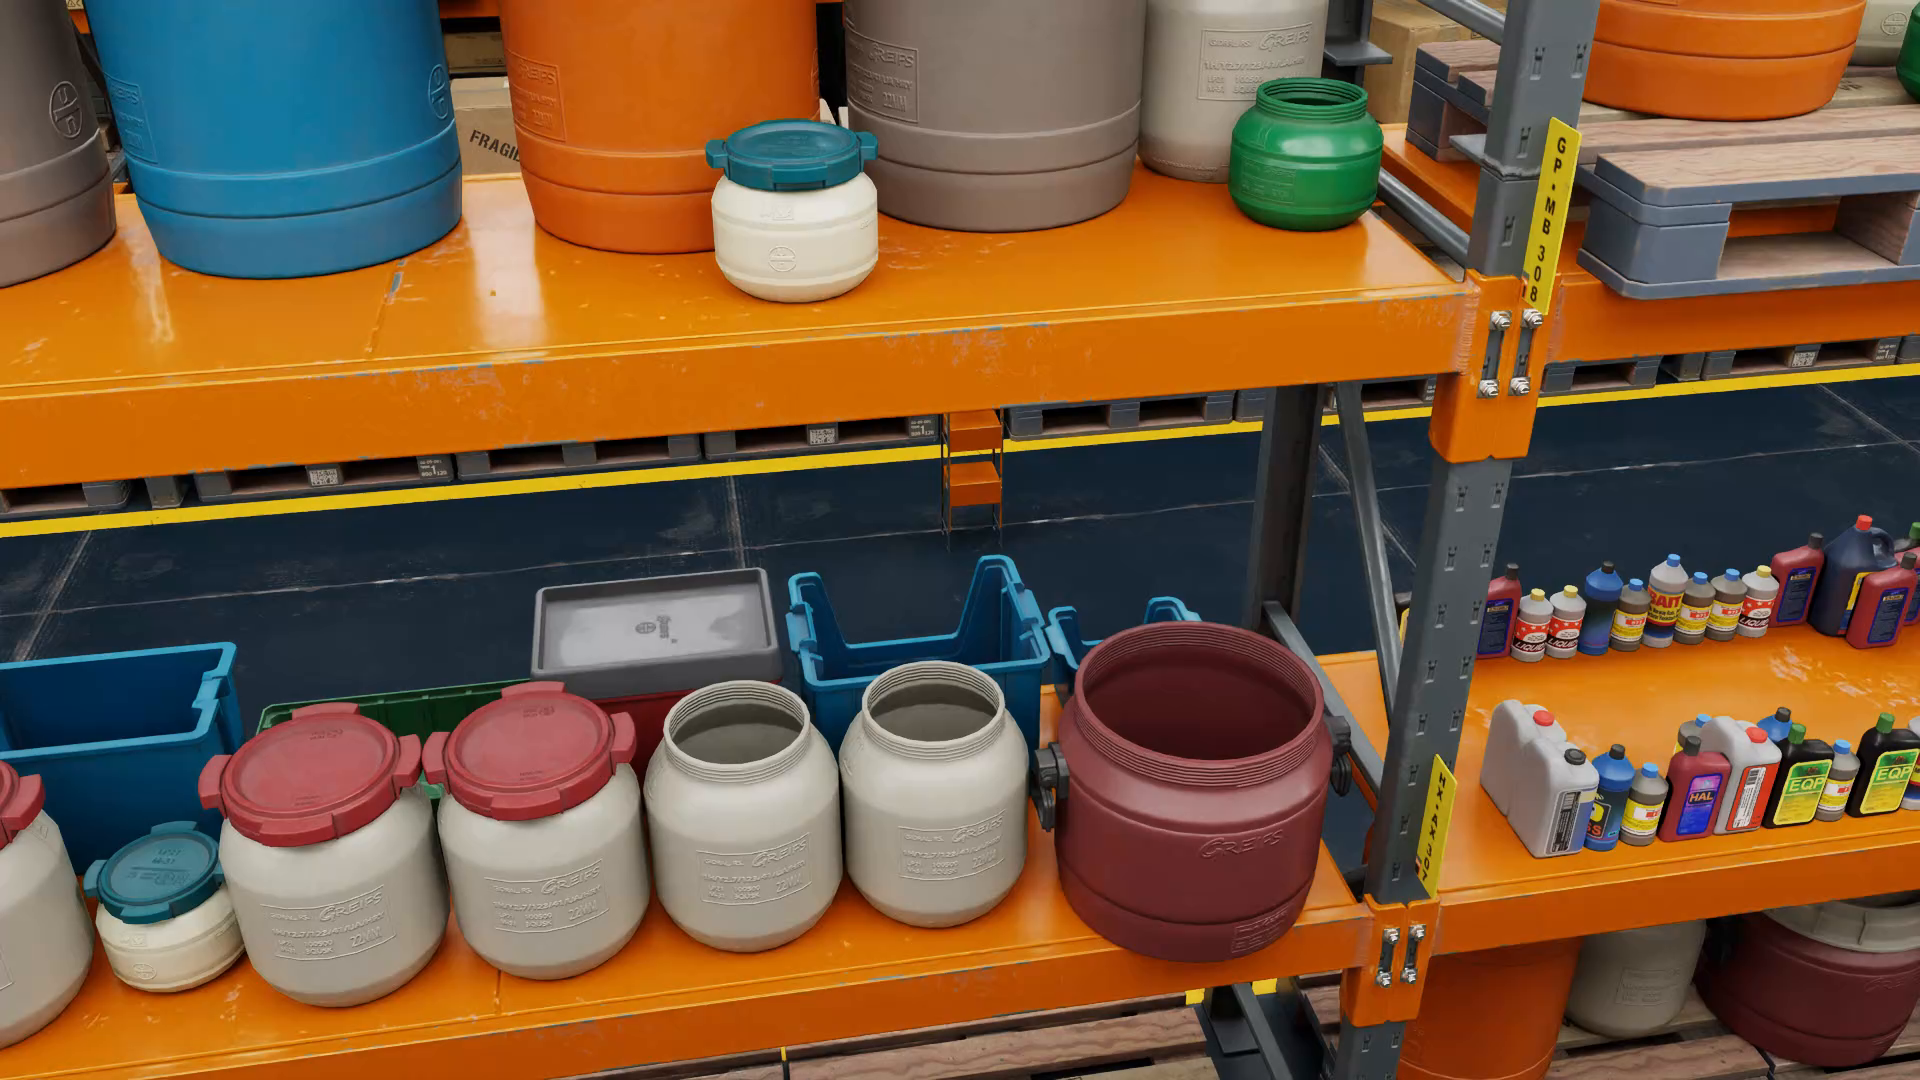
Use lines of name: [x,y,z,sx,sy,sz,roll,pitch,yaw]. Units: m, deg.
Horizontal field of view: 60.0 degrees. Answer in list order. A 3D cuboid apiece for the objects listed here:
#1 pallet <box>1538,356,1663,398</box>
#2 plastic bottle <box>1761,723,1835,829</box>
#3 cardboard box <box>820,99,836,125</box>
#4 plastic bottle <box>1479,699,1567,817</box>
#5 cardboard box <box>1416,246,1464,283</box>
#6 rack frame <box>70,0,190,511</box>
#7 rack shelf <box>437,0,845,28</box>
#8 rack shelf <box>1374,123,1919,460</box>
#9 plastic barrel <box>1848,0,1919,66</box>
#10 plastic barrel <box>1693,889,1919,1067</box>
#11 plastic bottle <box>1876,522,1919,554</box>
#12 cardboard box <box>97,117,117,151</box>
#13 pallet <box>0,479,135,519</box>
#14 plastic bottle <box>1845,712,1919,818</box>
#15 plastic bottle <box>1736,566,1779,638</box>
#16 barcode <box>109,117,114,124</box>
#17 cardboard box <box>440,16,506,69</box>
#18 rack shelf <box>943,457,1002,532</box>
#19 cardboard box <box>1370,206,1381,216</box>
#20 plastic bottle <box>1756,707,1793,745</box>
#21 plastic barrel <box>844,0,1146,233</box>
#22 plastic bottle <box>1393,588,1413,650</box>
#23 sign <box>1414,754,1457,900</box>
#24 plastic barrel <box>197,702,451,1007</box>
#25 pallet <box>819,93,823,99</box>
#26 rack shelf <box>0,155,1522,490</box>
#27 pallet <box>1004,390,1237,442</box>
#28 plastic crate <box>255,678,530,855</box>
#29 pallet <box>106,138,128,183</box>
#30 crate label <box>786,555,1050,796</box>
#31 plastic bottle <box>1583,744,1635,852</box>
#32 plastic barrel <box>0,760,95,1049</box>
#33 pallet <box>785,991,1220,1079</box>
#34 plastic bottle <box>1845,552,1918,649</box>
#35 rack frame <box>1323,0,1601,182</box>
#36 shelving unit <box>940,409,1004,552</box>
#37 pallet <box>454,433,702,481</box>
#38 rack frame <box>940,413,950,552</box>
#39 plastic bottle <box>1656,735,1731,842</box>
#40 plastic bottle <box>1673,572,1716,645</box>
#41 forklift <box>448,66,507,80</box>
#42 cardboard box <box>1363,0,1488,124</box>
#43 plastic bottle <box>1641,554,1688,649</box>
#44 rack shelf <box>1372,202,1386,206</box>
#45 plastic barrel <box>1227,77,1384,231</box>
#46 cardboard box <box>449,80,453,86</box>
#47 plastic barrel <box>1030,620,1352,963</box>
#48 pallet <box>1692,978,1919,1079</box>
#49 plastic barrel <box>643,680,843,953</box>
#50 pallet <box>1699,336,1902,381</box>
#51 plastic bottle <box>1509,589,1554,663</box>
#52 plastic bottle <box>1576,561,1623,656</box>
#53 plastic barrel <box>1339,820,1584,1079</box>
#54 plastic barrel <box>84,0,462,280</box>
pallet: [3.169,-1.124,9.454,1.213,0.211,1.003,-5,31,-9]
plastic bottle: [1.995,0.556,3.960,0.133,0.283,0.061,-5,31,-9]
cardboard box: [-0.887,-2.031,8.332,0.500,0.311,0.500,-6,31,-10]
plastic bottle: [1.372,0.515,4.037,0.135,0.276,0.152,-5,31,-9]
cardboard box: [2.547,-1.257,8.961,0.500,0.500,0.500,-5,31,-8]
rack frame: [-3.907,-1.689,7.663,0.127,3.000,1.000,-5,31,-9]
rack shelf: [-2.836,-4.031,12.356,4.000,0.370,1.077,-5,31,-9]
rack shelf: [2.883,-0.750,3.816,4.000,0.370,1.077,-5,31,-9]
plastic barrel: [1.944,-1.170,3.543,0.301,0.262,0.301,0,30,0]
plastic barrel: [2.505,1.118,4.854,0.708,0.588,0.600,-5,31,-9]
plastic bottle: [2.674,0.083,4.765,0.133,0.283,0.061,-5,31,-9]
cardboard box: [-6.380,-2.983,12.243,0.250,0.149,0.380,-8,31,-13]
pallet: [-4.697,-0.435,8.282,1.213,0.211,1.003,-5,31,-9]
plastic bottle: [2.222,0.535,3.996,0.133,0.283,0.061,-5,31,-9]
plastic bottle: [2.251,0.167,4.703,0.097,0.201,0.097,0,30,0]
barcode: [-6.278,-3.113,12.353,0.075,0.075,0.001,-5,31,-9]
cardboard box: [-3.650,-3.711,12.395,0.500,0.250,0.500,-6,31,-10]
rack shelf: [0.053,-0.209,7.638,0.240,0.259,0.215,-5,31,-9]
cardboard box: [1.965,-1.795,9.135,0.500,0.250,0.500,-6,31,-10]
plastic bottle: [1.963,0.523,4.028,0.097,0.271,0.097,0,30,0]
plastic barrel: [0.069,-1.127,3.253,0.600,0.901,0.600,0,30,0]
plastic bottle: [1.237,0.216,4.538,0.133,0.283,0.061,-5,31,-9]
sign: [1.022,0.619,3.577,0.005,0.325,0.100,-5,31,-9]
plastic barrel: [-1.317,0.677,3.505,0.433,0.535,0.433,0,30,0]
pallet: [-1.638,-3.251,13.071,1.213,0.211,1.003,-5,31,-9]
rack shelf: [-1.052,-0.385,3.195,4.000,0.370,1.077,-5,31,-9]
pallet: [0.768,-0.901,9.075,1.213,0.211,1.003,-5,31,-9]
plastic crate: [-1.357,0.573,4.026,0.662,0.188,0.450,-5,31,-9]
pallet: [-6.660,-2.764,12.243,1.213,0.211,1.003,-5,31,-9]
crate label: [-0.110,0.356,4.150,0.616,0.435,0.502,-5,31,-9]
plastic bottle: [1.519,0.596,3.904,0.097,0.271,0.097,0,30,0]
plastic barrel: [-2.038,0.744,3.391,0.433,0.535,0.433,0,30,0]
pallet: [0.147,1.669,4.703,1.213,0.211,1.003,-5,31,-9]
plastic bottle: [2.569,0.167,4.622,0.133,0.283,0.061,-5,31,-9]
rack frame: [0.916,-2.170,2.563,0.127,3.000,1.000,-5,31,-9]
shelving unit: [0.053,-0.457,7.492,0.252,1.050,0.215,-5,31,-9]
pallet: [-1.987,-0.687,8.710,1.213,0.211,1.003,-5,31,-9]
rack frame: [-0.067,-0.446,7.473,0.008,1.050,0.200,-5,31,-9]
plastic bottle: [1.731,0.580,3.919,0.133,0.283,0.061,-5,31,-9]
plastic bottle: [2.059,0.185,4.672,0.097,0.201,0.097,0,30,0]
forklift: [-2.808,-2.620,9.314,3.031,2.935,1.130,-6,31,-10]
cardboard box: [2.235,-2.451,8.447,0.500,0.500,0.700,-13,33,-21]
plastic bottle: [1.964,0.164,4.639,0.097,0.271,0.097,0,30,0]
rack shelf: [1.995,-1.927,8.777,4.000,0.370,1.077,-5,31,-9]
plastic barrel: [0.682,-0.762,3.281,0.294,0.245,0.294,0,30,0]
cardboard box: [-2.631,-1.842,7.825,0.500,0.500,0.500,-3,31,-5]
plastic barrel: [0.514,0.551,3.720,0.708,0.536,0.600,-5,31,-9]
pallet: [2.881,1.415,5.135,1.213,0.211,1.003,-5,31,-9]
plastic barrel: [-0.472,0.606,3.649,0.421,0.512,0.421,0,30,0]
pallet: [4.638,-1.279,9.718,1.213,0.211,1.003,-5,31,-9]
plastic bottle: [1.581,0.229,4.597,0.097,0.201,0.097,0,30,0]
plastic bottle: [1.772,0.181,4.609,0.097,0.271,0.097,0,30,0]
plastic barrel: [1.394,1.117,4.618,0.708,0.830,0.600,-5,31,-9]
plastic barrel: [-1.271,-1.002,3.041,0.708,0.901,0.600,-5,31,-9]
